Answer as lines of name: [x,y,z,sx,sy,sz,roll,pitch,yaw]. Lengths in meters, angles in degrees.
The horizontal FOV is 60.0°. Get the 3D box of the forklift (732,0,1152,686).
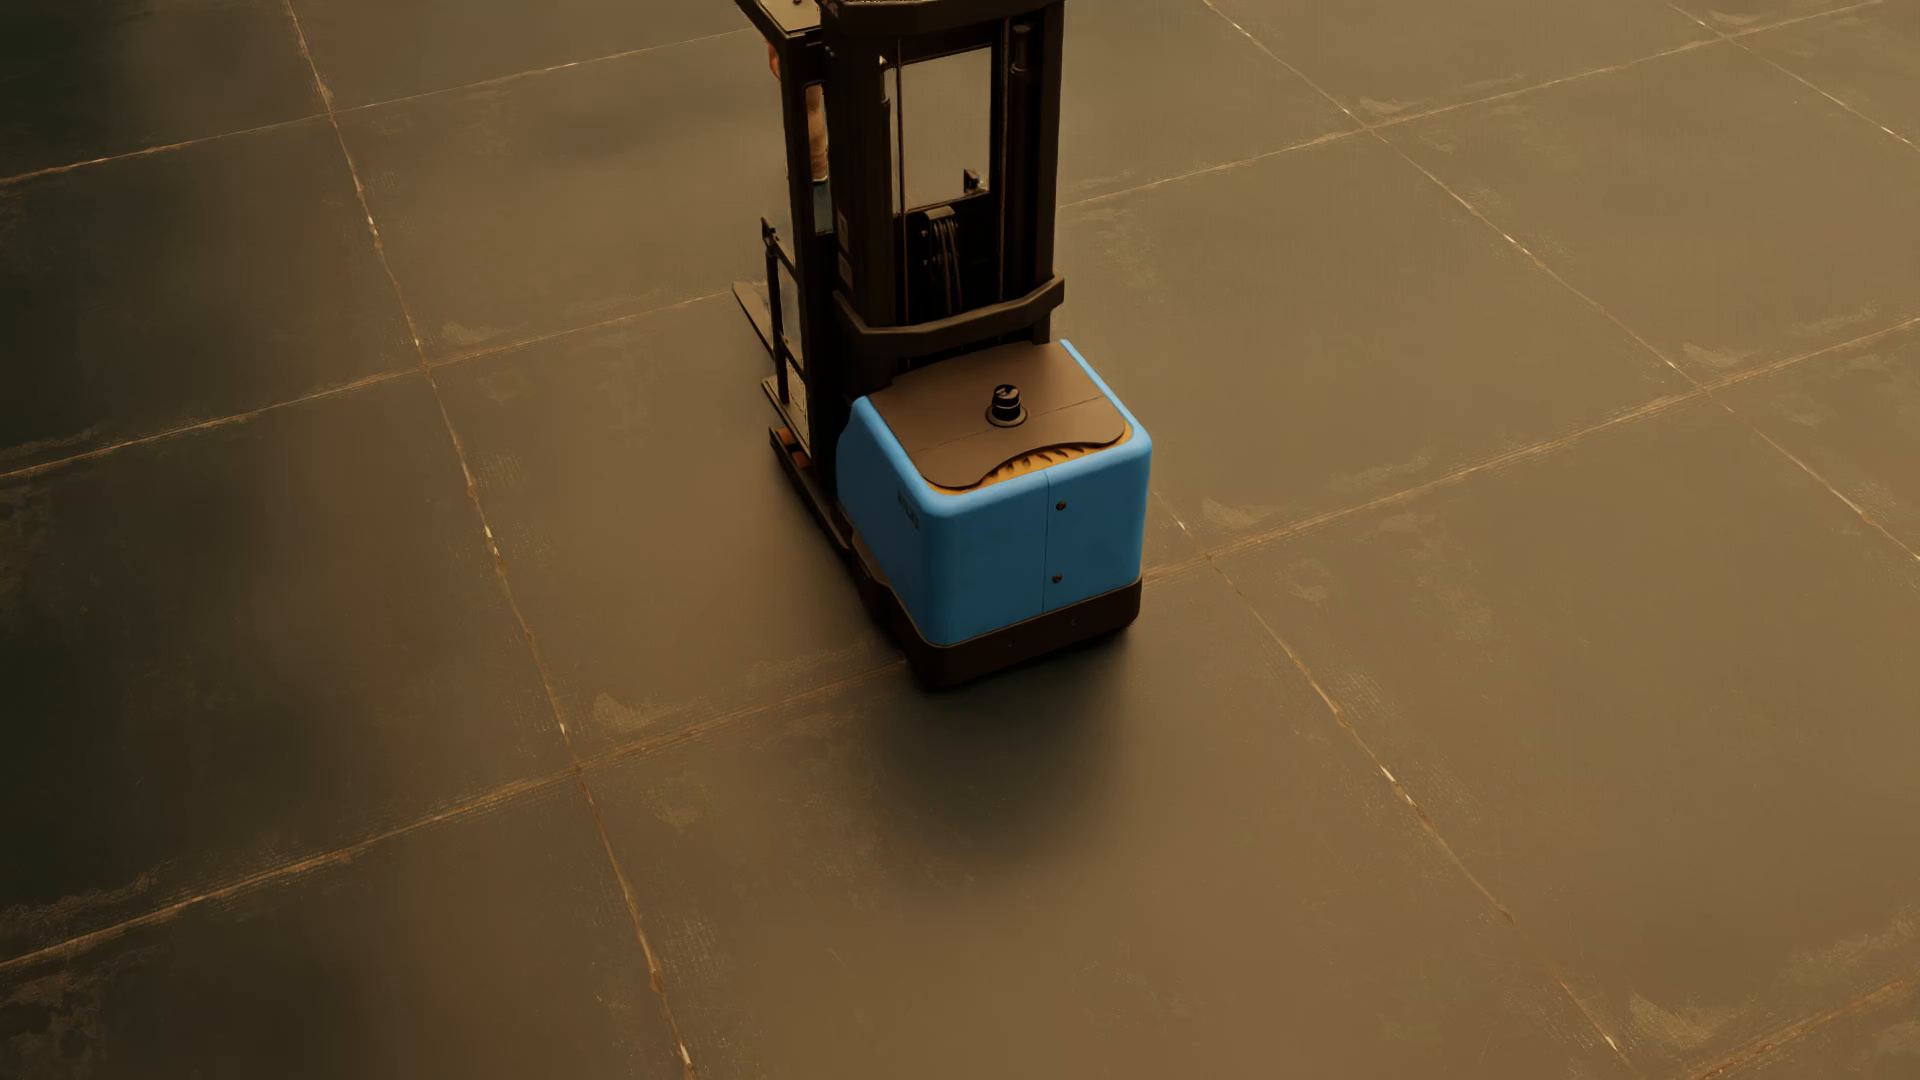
forklift: [-0.287,-1.461,7.245,1.130,2.935,3.031,-18,46,-18]

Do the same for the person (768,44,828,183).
person: [-0.879,-2.901,9.667,0.628,1.734,0.530,-26,49,-25]
